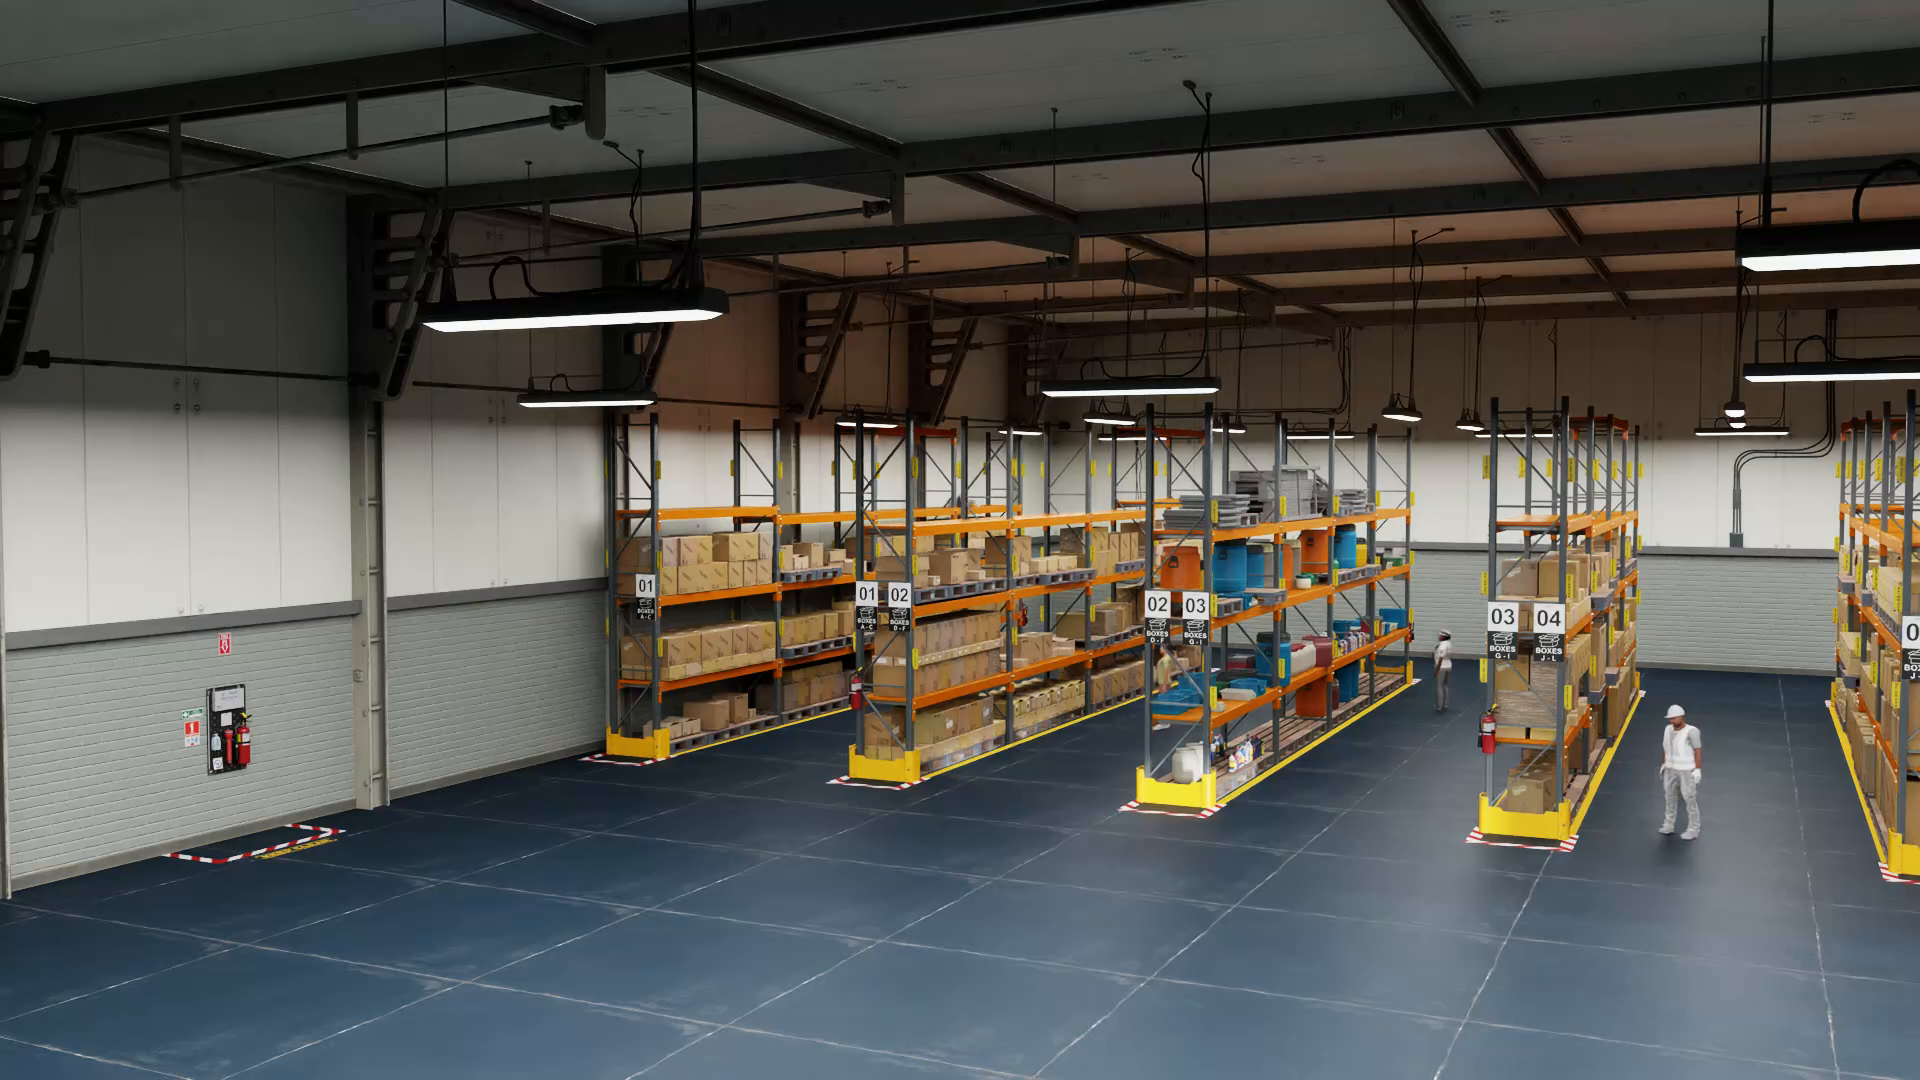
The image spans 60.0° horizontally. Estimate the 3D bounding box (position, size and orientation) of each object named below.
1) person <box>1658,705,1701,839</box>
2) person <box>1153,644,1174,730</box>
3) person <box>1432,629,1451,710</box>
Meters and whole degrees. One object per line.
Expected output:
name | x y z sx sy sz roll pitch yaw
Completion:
person | 9.814 3.145 22.737 0.418 1.781 0.617 -1 3 -26
person | 3.939 2.813 32.234 0.425 1.678 0.517 0 2 6
person | 10.039 2.698 34.760 0.480 1.694 0.465 -2 3 -43
